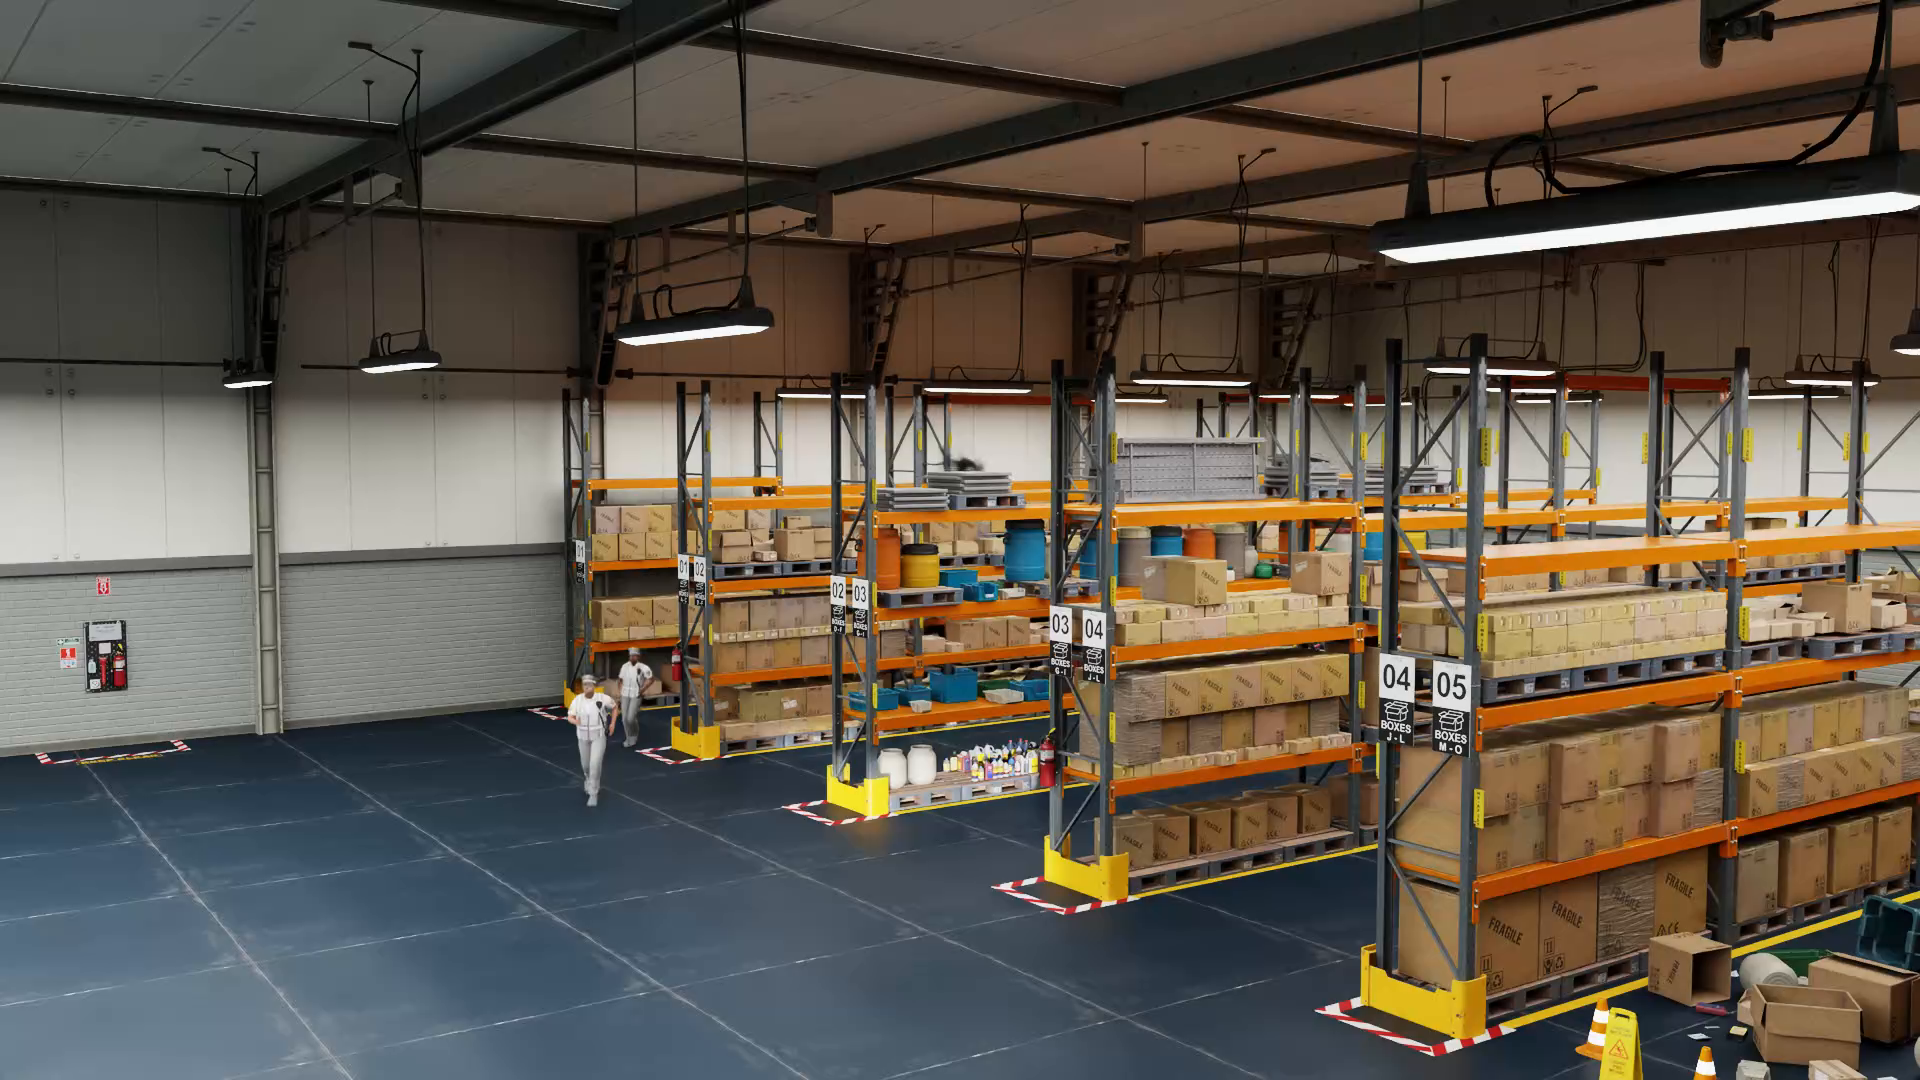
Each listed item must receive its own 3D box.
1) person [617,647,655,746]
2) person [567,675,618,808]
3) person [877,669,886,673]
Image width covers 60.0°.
[{"bbox_3d":[-5.376,2.586,27.314,0.588,1.661,0.609,1,4,15],"label":"person"},{"bbox_3d":[-5.166,2.774,23.403,0.672,1.813,0.984,0,4,2],"label":"person"},{"bbox_3d":[-1.485,2.308,31.444,0.585,1.613,0.629,3,5,36],"label":"person"}]
